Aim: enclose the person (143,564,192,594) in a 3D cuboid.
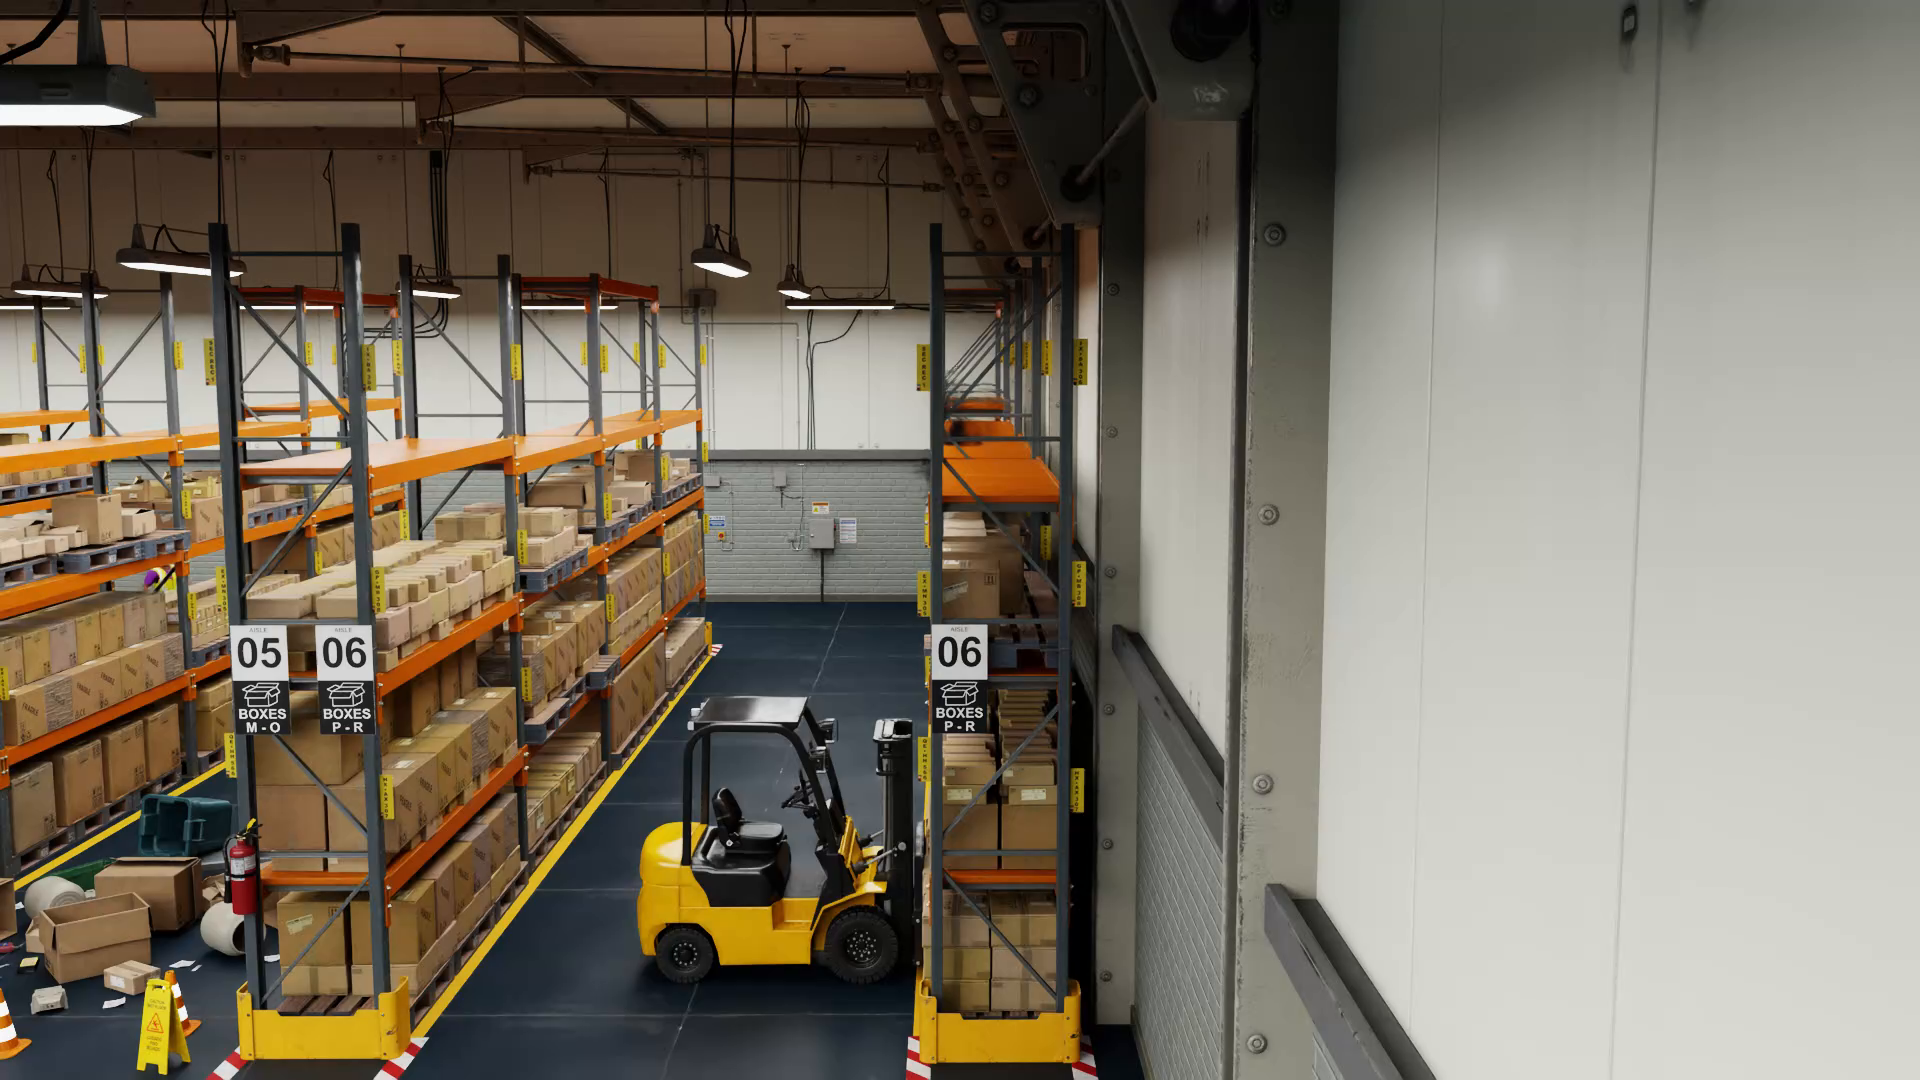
[{"bbox_3d":[-13.409,1.020,28.335,0.573,1.711,0.761,4,8,33],"label":"person"}]
